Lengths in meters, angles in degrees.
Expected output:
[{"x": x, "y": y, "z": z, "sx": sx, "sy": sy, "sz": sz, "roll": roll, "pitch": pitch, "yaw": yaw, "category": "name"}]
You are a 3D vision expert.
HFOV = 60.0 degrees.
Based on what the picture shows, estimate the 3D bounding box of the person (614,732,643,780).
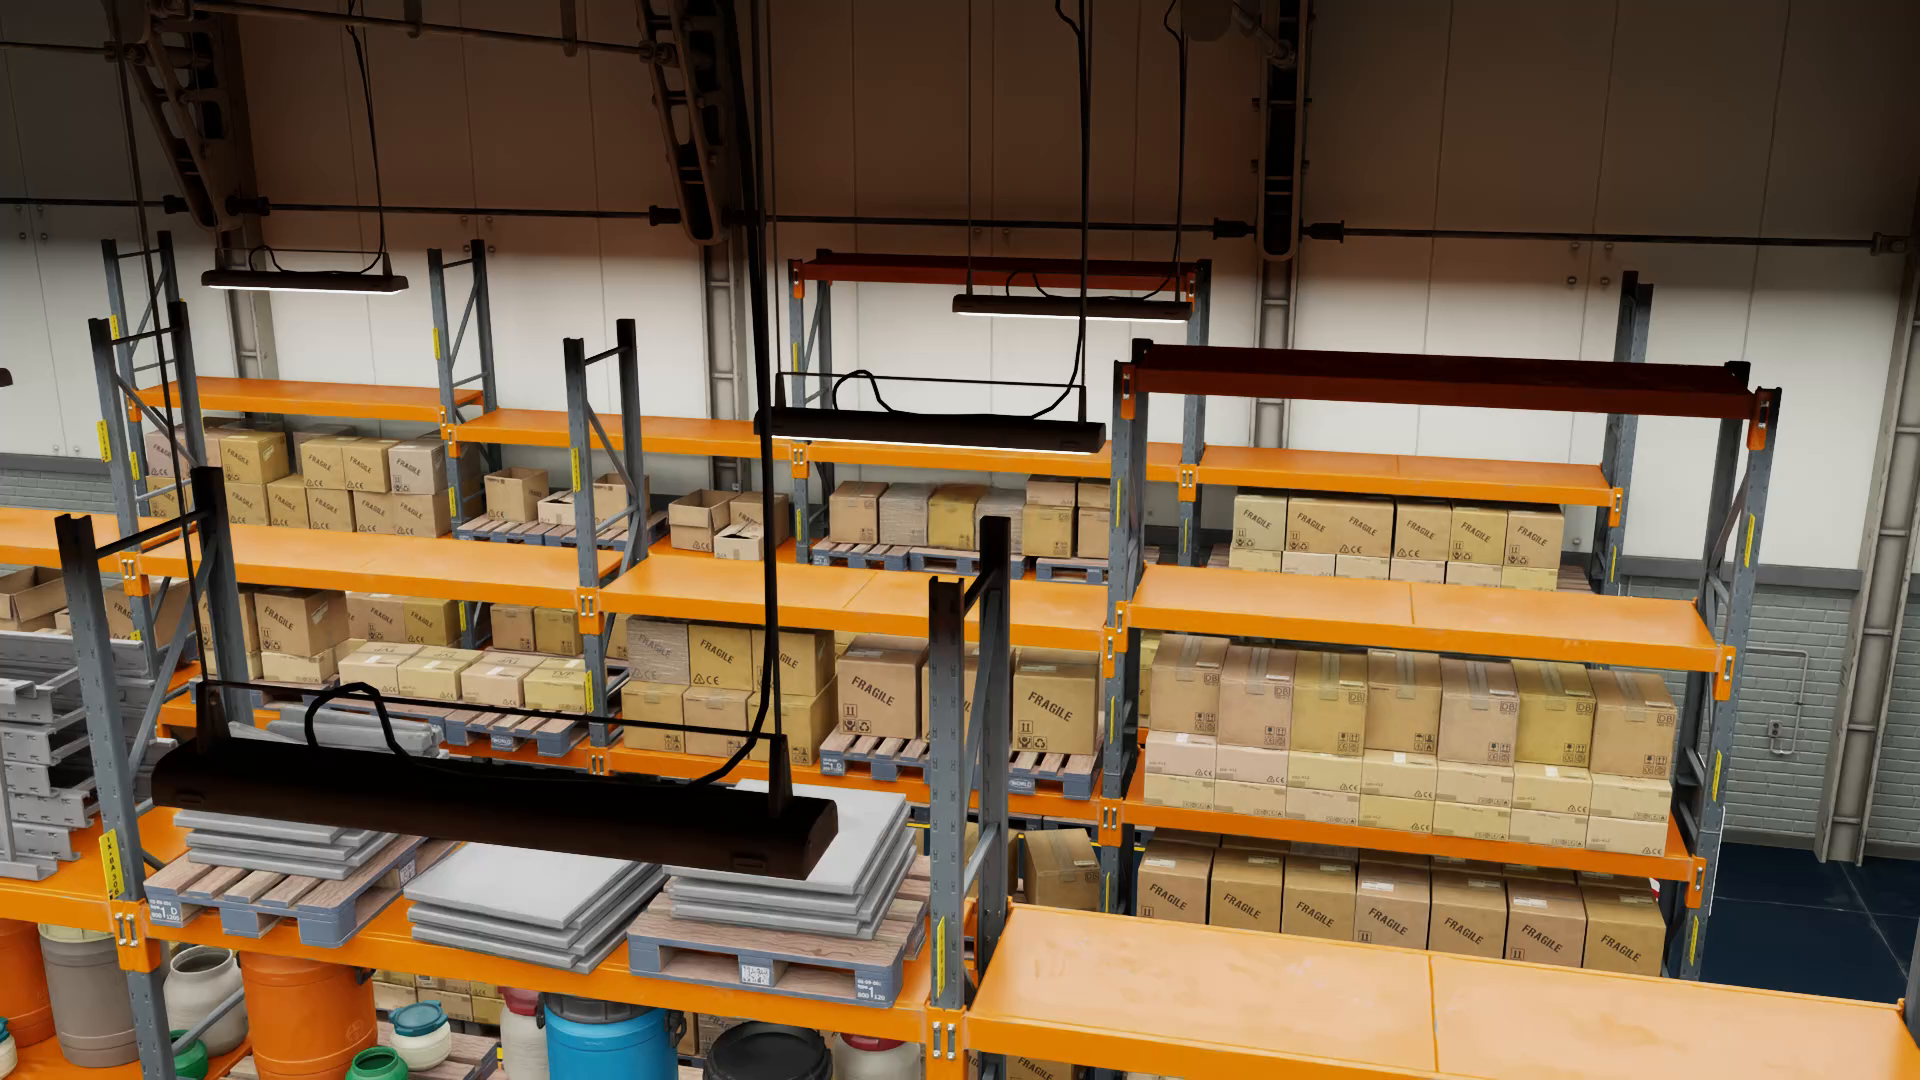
[{"x": -3.222, "y": 2.535, "z": 16.206, "sx": 0.551, "sy": 1.555, "sz": 0.565, "roll": 7, "pitch": 18, "yaw": 23, "category": "person"}]
